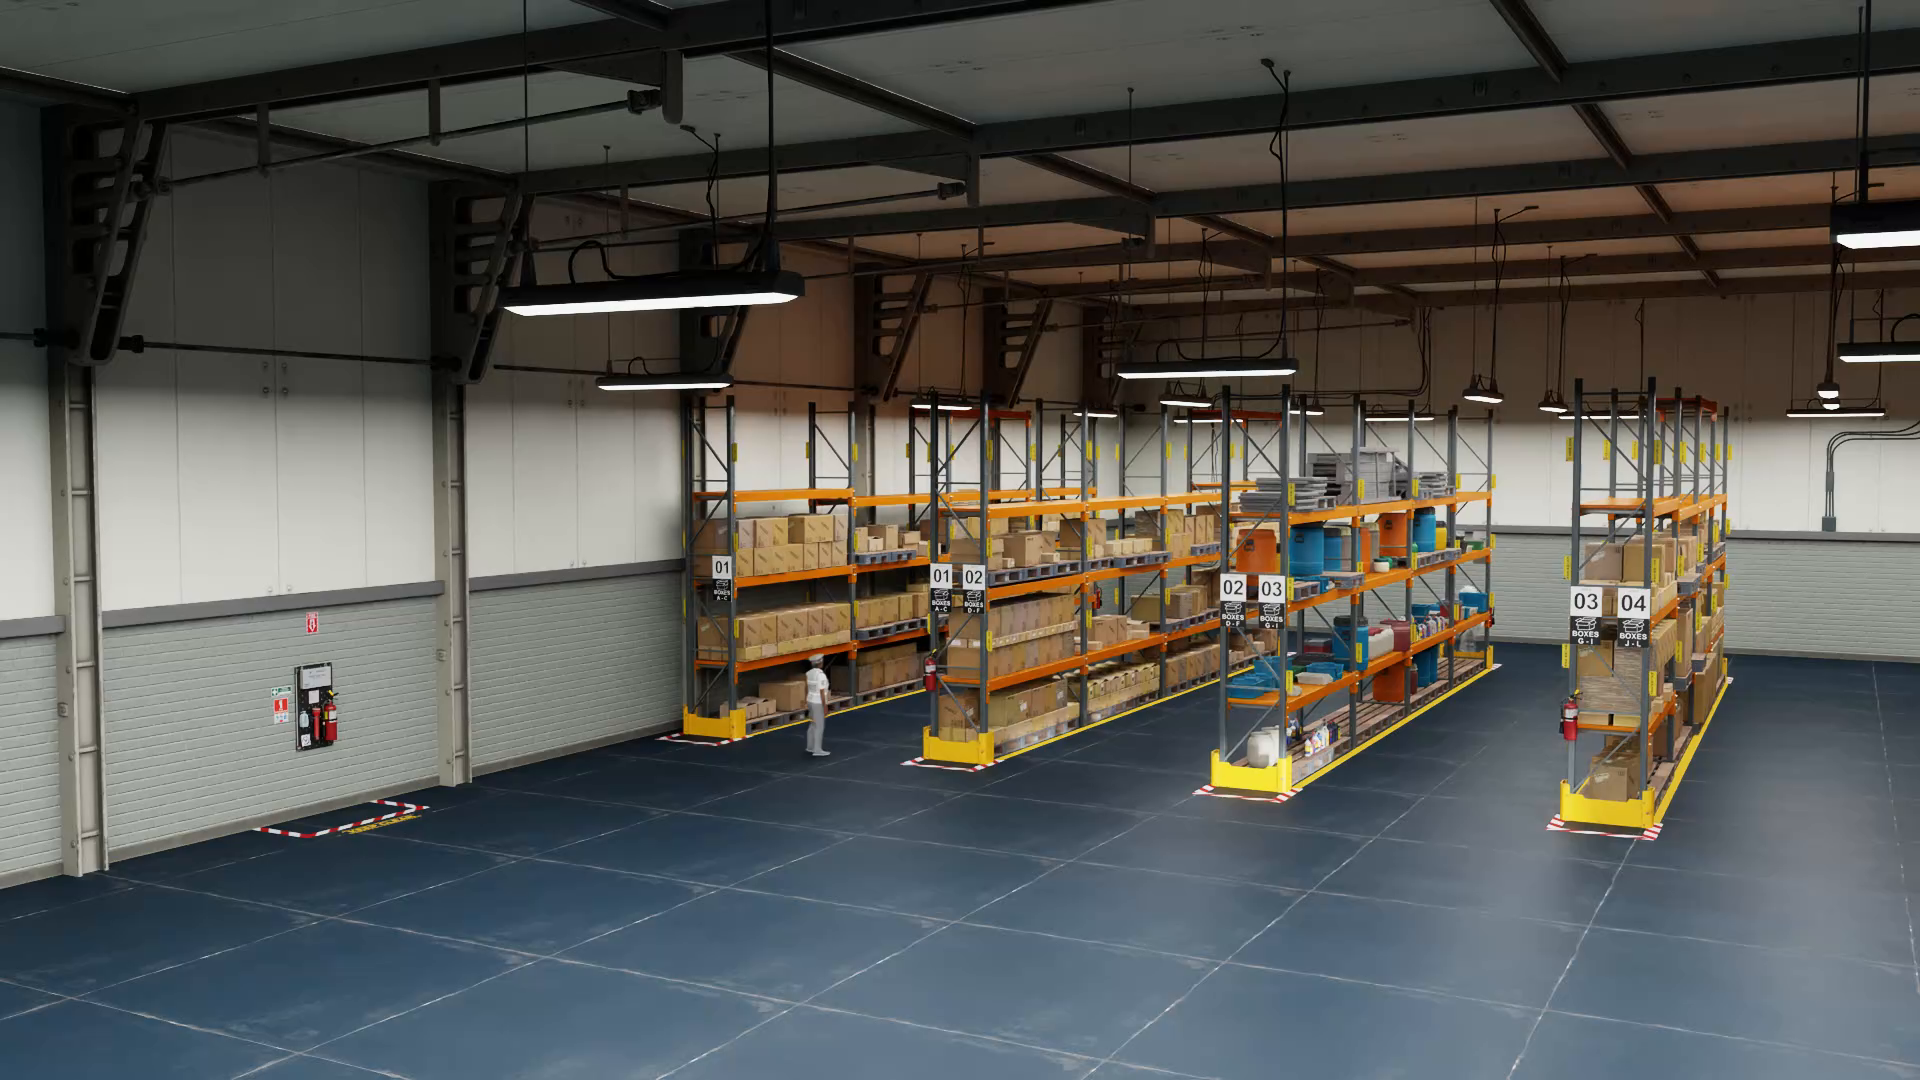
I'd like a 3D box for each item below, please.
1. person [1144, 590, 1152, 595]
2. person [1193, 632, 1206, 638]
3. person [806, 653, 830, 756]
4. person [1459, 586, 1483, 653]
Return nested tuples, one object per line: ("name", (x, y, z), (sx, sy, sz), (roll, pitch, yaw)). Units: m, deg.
("person", (4.453, 2.063, 39.674), (0.577, 1.764, 0.976), (2, 4, 31))
("person", (6.325, 1.778, 44.197), (0.573, 1.798, 0.456), (0, 3, 9))
("person", (-2.365, 2.729, 27.531), (0.350, 1.719, 0.572), (-1, 3, -26))
("person", (12.231, 2.012, 39.833), (0.592, 1.798, 0.503), (1, 3, 14))
